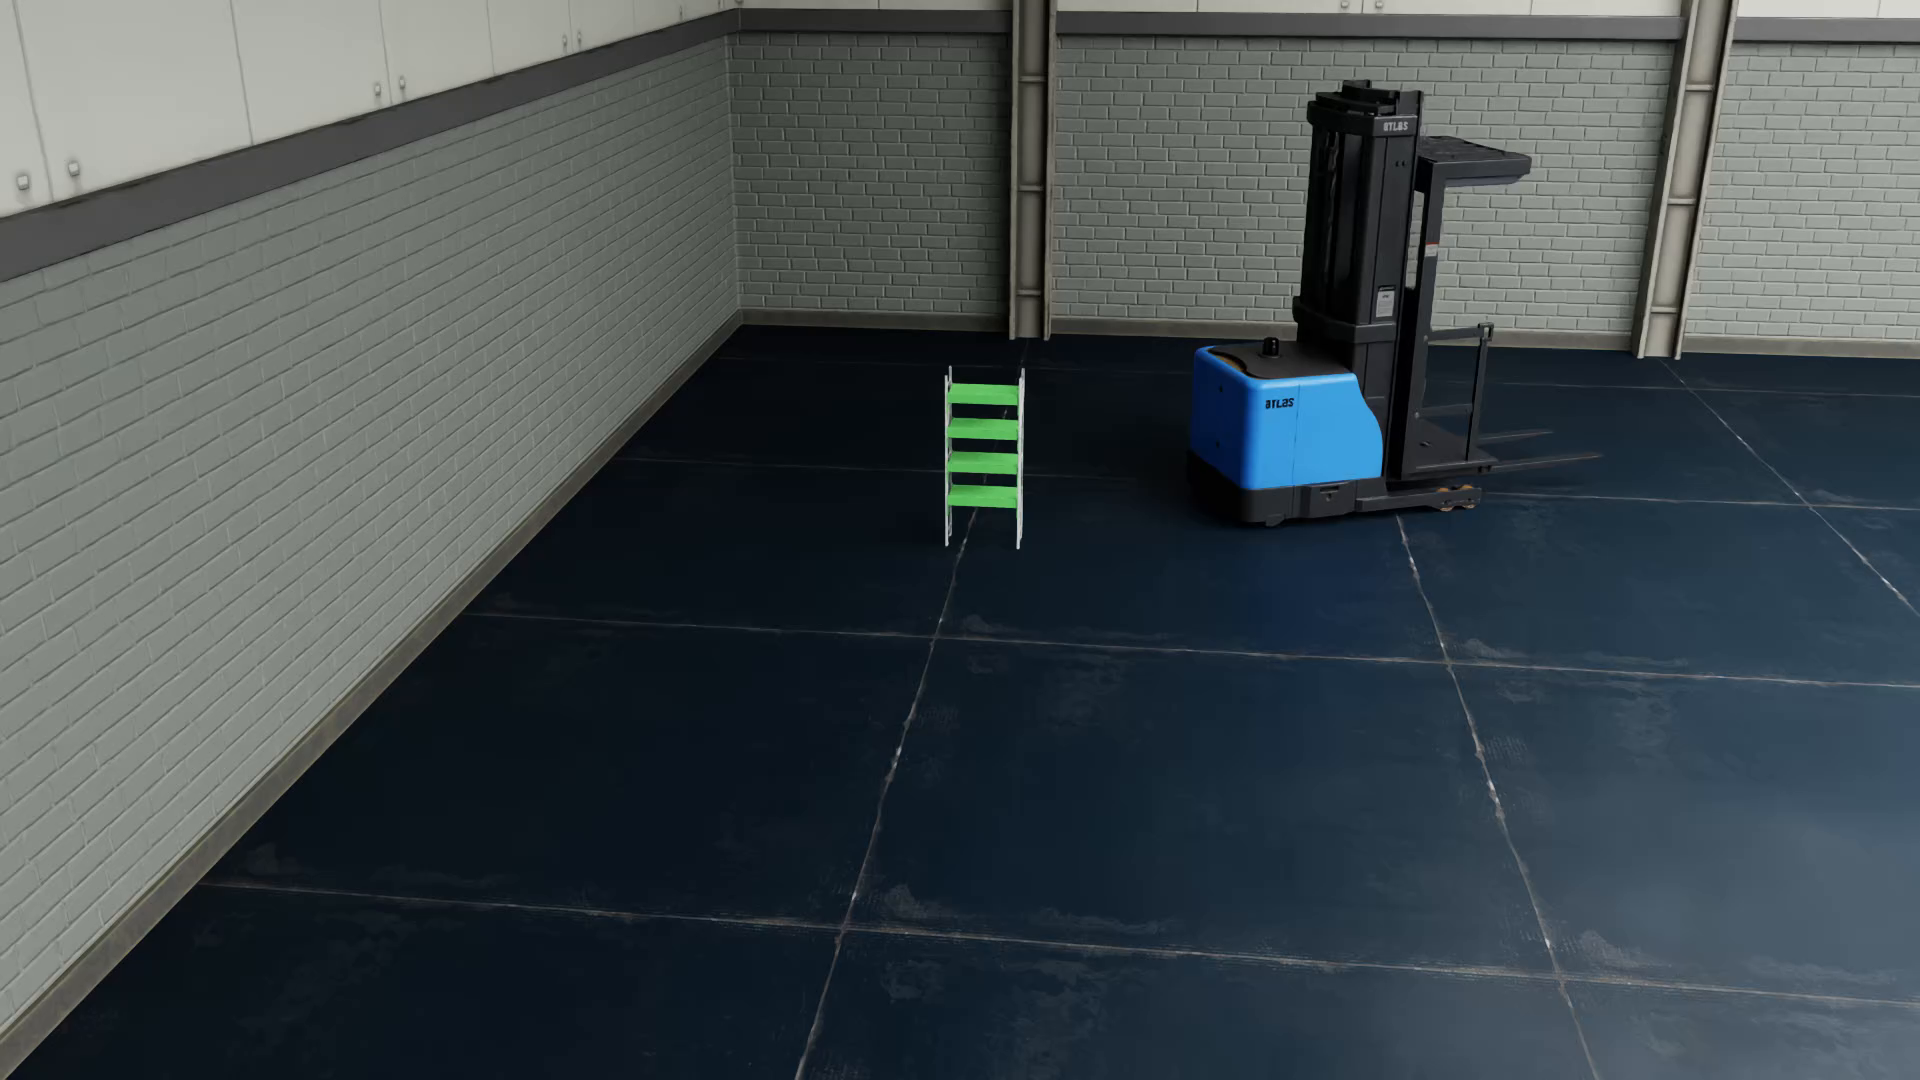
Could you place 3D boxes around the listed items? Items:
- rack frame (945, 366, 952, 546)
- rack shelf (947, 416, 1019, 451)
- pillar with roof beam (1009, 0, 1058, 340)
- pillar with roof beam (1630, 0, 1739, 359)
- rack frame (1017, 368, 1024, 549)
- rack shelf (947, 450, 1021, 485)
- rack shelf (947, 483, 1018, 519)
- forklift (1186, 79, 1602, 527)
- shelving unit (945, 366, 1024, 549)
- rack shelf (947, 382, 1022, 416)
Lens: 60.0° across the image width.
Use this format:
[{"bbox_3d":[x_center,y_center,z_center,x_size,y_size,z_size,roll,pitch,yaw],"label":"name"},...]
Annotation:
[{"bbox_3d":[-0.078,-0.561,11.228,0.015,1.200,0.240,2,22,6],"label":"rack frame"},{"bbox_3d":[0.164,-0.715,11.136,0.480,0.148,0.258,2,22,6],"label":"rack shelf"},{"bbox_3d":[0.191,-4.651,10.964,0.400,9.000,9.100,2,22,6],"label":"pillar with roof beam"},{"bbox_3d":[6.149,-4.391,10.307,0.400,9.000,9.100,2,22,6],"label":"pillar with roof beam"},{"bbox_3d":[0.407,-0.540,11.174,0.015,1.200,0.240,2,22,6],"label":"rack frame"},{"bbox_3d":[0.164,-0.491,11.225,0.480,0.148,0.258,2,22,6],"label":"rack shelf"},{"bbox_3d":[0.164,-0.268,11.313,0.480,0.148,0.258,2,22,6],"label":"rack shelf"},{"bbox_3d":[3.258,-1.748,11.874,3.031,2.935,1.130,-6,22,-15],"label":"forklift"},{"bbox_3d":[0.164,-0.551,11.201,0.503,1.200,0.258,2,22,6],"label":"shelving unit"},{"bbox_3d":[0.164,-0.938,11.048,0.480,0.148,0.258,2,22,6],"label":"rack shelf"}]
